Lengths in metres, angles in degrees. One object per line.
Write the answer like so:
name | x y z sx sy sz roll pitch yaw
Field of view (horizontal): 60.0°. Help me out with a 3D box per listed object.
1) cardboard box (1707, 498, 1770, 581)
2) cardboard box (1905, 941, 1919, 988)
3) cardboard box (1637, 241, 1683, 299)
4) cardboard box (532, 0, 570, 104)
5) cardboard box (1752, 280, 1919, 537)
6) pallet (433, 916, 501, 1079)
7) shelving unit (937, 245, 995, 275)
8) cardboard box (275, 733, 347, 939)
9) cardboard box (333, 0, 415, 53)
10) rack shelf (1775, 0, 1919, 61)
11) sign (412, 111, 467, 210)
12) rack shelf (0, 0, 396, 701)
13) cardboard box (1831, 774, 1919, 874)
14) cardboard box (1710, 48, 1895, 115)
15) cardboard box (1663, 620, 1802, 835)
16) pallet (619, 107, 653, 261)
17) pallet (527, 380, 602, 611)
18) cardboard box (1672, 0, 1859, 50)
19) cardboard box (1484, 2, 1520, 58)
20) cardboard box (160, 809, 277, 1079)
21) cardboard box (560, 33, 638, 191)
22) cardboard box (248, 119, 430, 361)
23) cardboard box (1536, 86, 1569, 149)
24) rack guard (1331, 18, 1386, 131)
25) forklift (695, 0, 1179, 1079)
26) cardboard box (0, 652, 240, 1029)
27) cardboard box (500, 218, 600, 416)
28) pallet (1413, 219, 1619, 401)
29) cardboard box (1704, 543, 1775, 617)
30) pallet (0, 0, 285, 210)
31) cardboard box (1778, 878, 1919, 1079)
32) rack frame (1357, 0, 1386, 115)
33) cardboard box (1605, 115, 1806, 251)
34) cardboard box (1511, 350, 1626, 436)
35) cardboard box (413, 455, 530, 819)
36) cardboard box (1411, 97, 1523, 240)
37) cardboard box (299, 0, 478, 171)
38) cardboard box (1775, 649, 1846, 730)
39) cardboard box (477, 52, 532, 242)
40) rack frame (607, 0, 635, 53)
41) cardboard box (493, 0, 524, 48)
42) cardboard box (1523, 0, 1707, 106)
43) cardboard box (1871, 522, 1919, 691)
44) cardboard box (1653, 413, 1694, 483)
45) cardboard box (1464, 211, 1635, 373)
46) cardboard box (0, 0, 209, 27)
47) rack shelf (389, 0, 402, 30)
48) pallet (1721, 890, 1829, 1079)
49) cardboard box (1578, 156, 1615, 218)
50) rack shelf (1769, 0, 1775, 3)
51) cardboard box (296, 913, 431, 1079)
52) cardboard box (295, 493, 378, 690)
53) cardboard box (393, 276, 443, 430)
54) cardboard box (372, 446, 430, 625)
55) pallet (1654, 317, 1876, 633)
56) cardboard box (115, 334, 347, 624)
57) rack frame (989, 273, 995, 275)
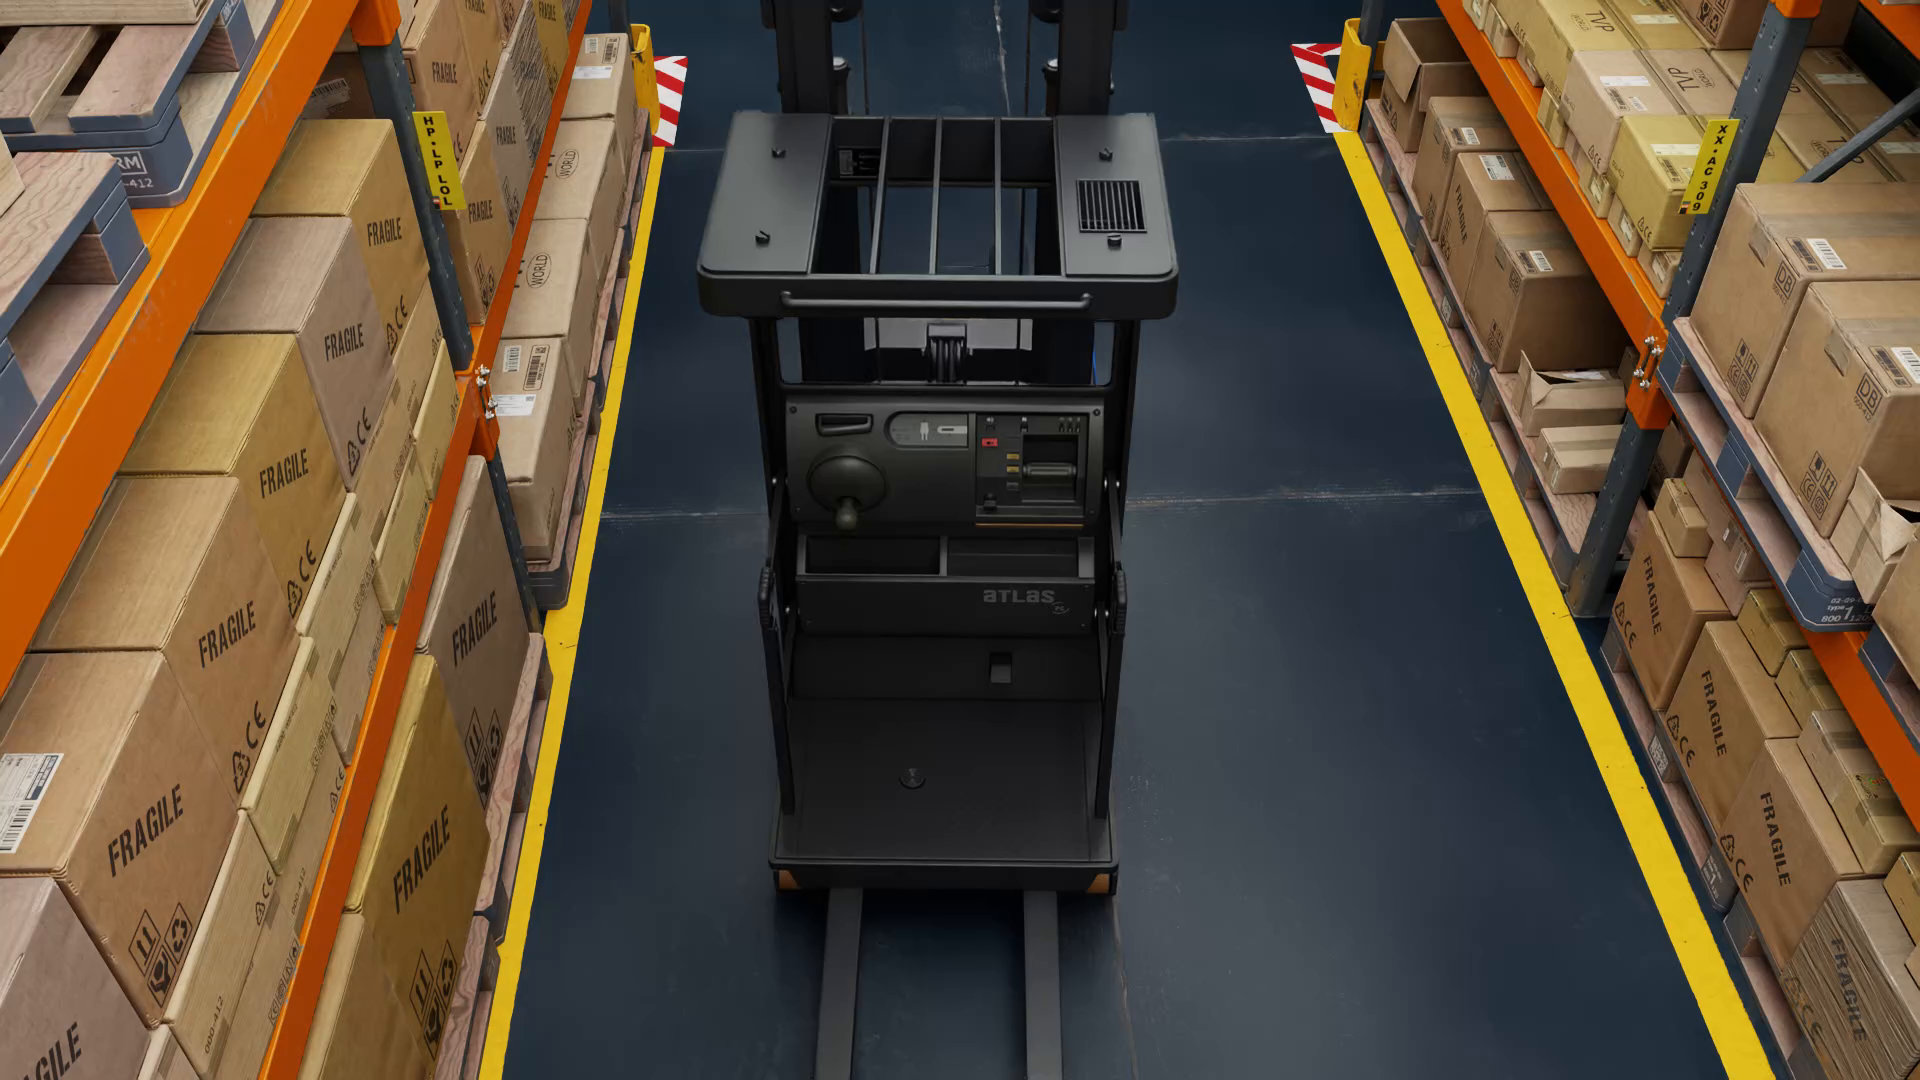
cardboard box | 2.670 -0.012 5.383 0.380 0.149 0.250 -4 43 -4
cardboard box | 2.730 1.152 4.333 0.380 0.149 0.250 -4 43 -4
cardboard box | 2.596 -0.970 5.774 0.380 0.149 0.250 -1 43 -1
cardboard box | -1.909 -2.094 6.741 0.500 0.500 0.500 0 43 -1
cardboard box | 2.681 -0.363 4.542 0.700 0.500 0.500 -1 43 -1
pallet | -1.934 1.663 4.779 1.003 0.211 1.213 -2 43 -2
shelving unit | 0.007 -0.588 6.503 0.258 1.200 0.189 1 43 1
cardboard box | -1.777 0.675 3.904 0.500 0.250 0.500 -2 43 -2
cardboard box | -1.851 -1.574 4.954 0.380 0.149 0.250 -2 43 -2
rack shelf | 2.947 -0.345 3.218 1.077 0.370 4.000 -2 43 -2
sign | -1.555 -1.129 4.964 0.100 0.325 0.005 -2 43 -2
rack shelf | -2.012 -0.200 3.060 1.077 0.370 4.000 -2 43 -2
cardboard box | 2.729 0.803 4.713 0.380 0.149 0.250 0 43 0
cardboard box | 3.082 -1.589 6.155 0.500 0.250 0.500 -2 43 -2
cardboard box | 2.690 0.605 5.410 0.500 0.500 0.500 -2 43 -2
pallet | -2.155 -1.844 8.606 1.003 0.211 1.213 -2 43 -2
pallet | -2.051 -0.197 6.809 1.003 0.211 1.213 -2 43 -2
cardboard box | 3.065 -2.198 6.264 0.500 0.500 0.500 -3 43 -3
cardboard box | 2.469 -2.184 7.099 0.380 0.149 0.250 -1 43 -1
cardboard box | -1.732 0.827 3.369 0.500 0.250 0.500 -2 43 -2
cardboard box | -2.139 -2.177 8.491 0.875 0.438 0.875 -3 43 -3
cardboard box | -1.827 -0.820 4.611 0.500 0.500 0.500 0 43 0
cardboard box | 2.505 -1.669 6.537 0.380 0.149 0.250 -2 43 -2
rack guard | 2.695 -2.582 9.197 1.175 0.500 0.348 -2 43 -2
forklift | -0.045 -0.137 4.730 1.130 2.935 3.031 1 43 1
cardboard box | -1.741 0.561 3.104 0.500 0.500 0.500 -1 43 -1
cardboard box | -2.055 -0.951 7.153 0.875 0.438 0.875 -3 43 -3
pallet | 2.779 -1.115 7.811 1.003 0.211 1.213 -2 43 -2
cardboard box | 2.700 0.108 5.471 0.380 0.149 0.250 -3 43 -3
pallet | -2.009 -1.127 3.681 0.805 0.209 1.217 -3 43 -4
cardboard box | 2.723 1.292 4.660 0.500 0.500 0.500 -3 43 -3
rack frame | 2.692 -3.555 8.408 1.000 3.000 0.127 -2 43 -2
cardboard box | 2.597 -1.245 5.780 0.500 0.250 0.500 -1 43 -1
cardboard box | 2.530 -0.610 6.908 0.396 0.266 0.258 0 43 0
cardboard box | -1.991 0.335 5.426 0.875 0.875 0.875 0 43 0
cardboard box | 2.621 -1.794 8.027 0.700 0.500 0.500 0 43 0
cardboard box | -1.875 -1.443 5.290 0.500 0.500 0.500 -1 43 -2
cardboard box | 2.748 0.465 5.081 0.380 0.149 0.250 -2 43 -3
cardboard box | -1.873 -1.410 5.995 0.500 0.500 0.500 -1 43 -2
rack frame | -2.267 -3.410 8.250 1.000 3.000 0.127 -2 43 -2
cardboard box | -1.901 -2.130 6.040 0.500 0.500 0.500 -1 43 -1
cardboard box | 2.553 -1.920 6.516 0.500 0.250 0.500 -2 43 -2
cardboard box | 2.714 0.167 3.964 0.700 0.500 0.500 -2 43 -2
cardboard box | 3.070 -0.471 6.723 0.500 0.311 0.500 0 43 0
cardboard box | 2.665 -1.093 7.262 0.700 0.500 0.500 -3 43 -3
cardboard box | -1.850 -1.348 3.536 0.500 0.311 0.500 -2 43 -2
rack shelf | -2.182 -2.900 6.006 1.077 0.370 4.000 -2 43 -2
pallet | 2.989 1.547 4.906 1.003 0.211 1.213 -2 43 -2
cardboard box | 2.528 -1.320 6.156 0.380 0.149 0.250 -1 43 -1
rack shelf | 2.777 -3.045 6.165 1.077 0.370 4.000 -2 43 -2
cardboard box | -1.907 1.549 4.102 0.875 0.875 0.875 -1 43 -1
cardboard box | -1.779 0.139 4.119 0.500 0.250 0.500 -1 43 -1
cardboard box | -1.835 -0.548 4.868 0.500 0.250 0.500 -2 43 -2
cardboard box | -1.806 -0.014 4.657 0.500 0.250 0.500 -2 43 -2
pallet | 2.787 -0.241 4.935 1.003 0.211 1.213 -2 43 -2
cardboard box | -1.796 -0.128 3.856 0.500 0.500 0.500 0 43 0
rack frame | 0.006 -0.526 6.436 0.240 1.200 0.006 1 43 1
